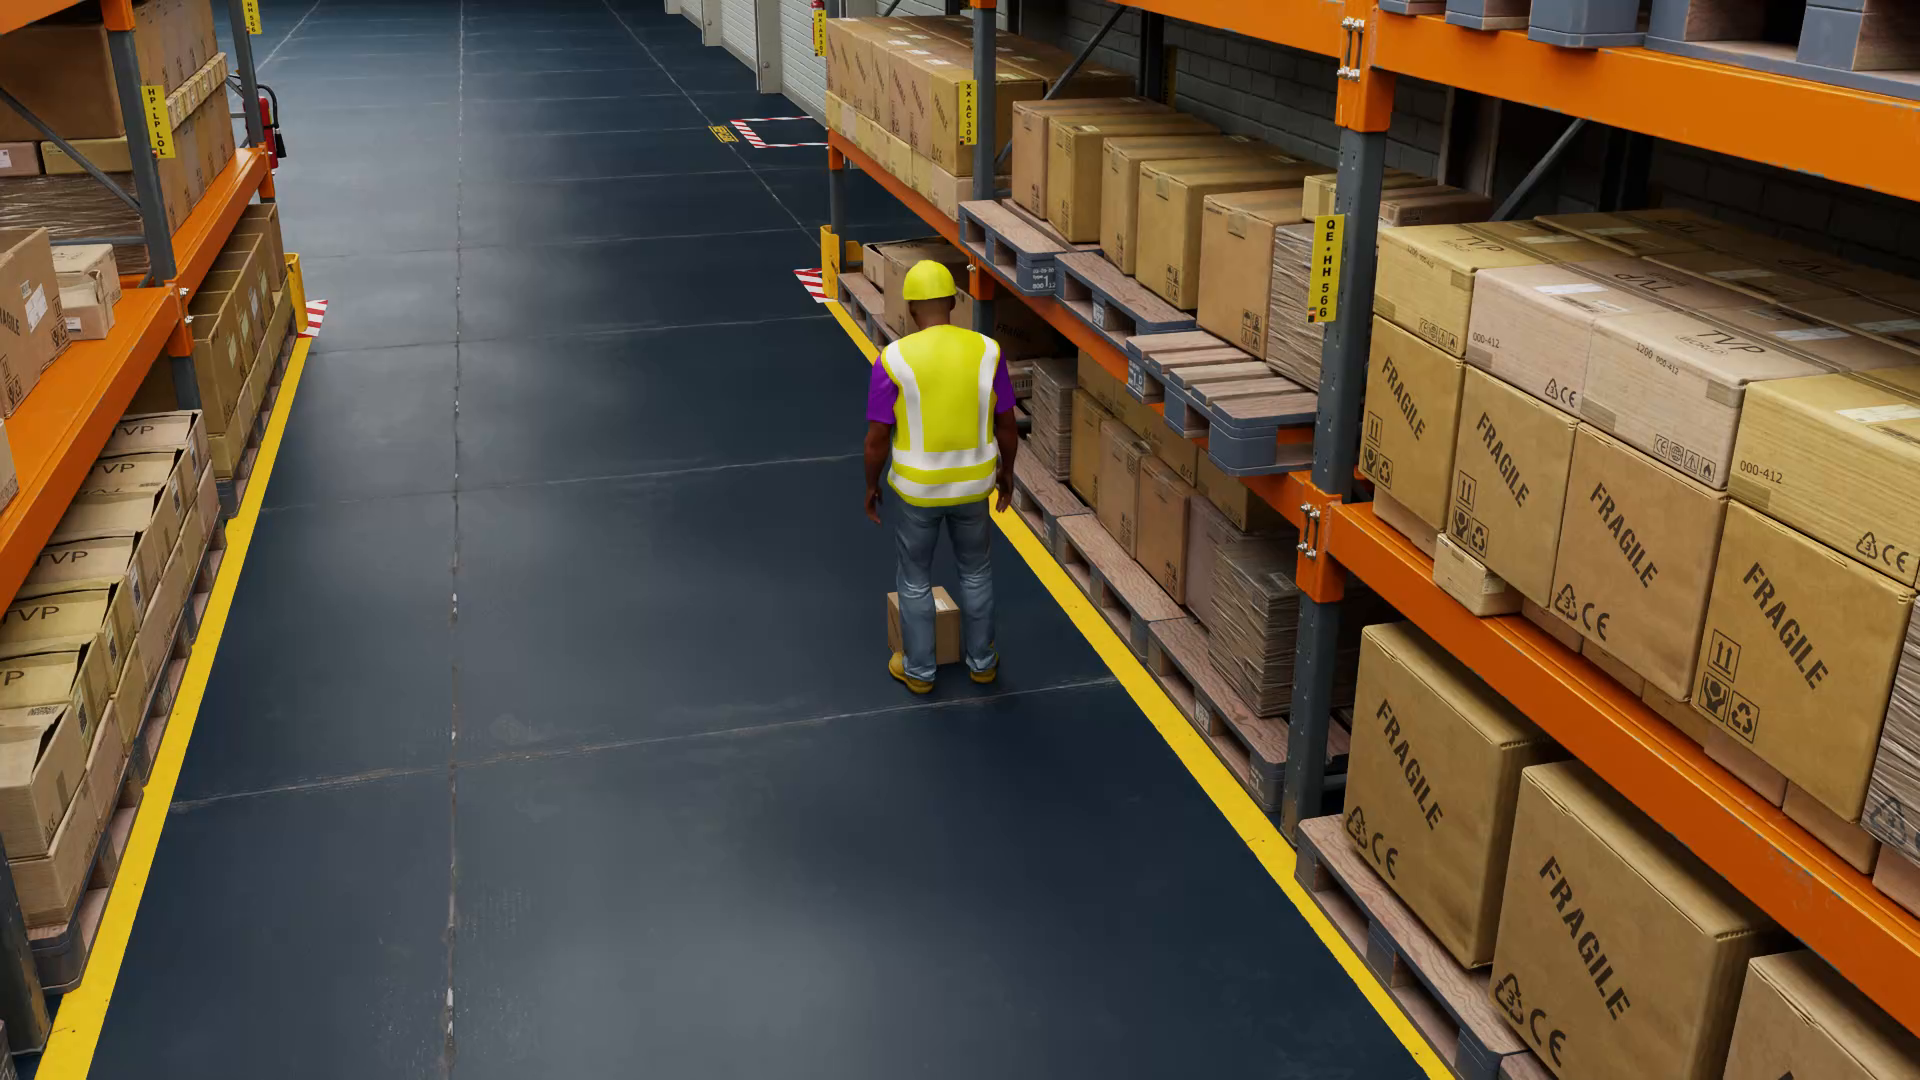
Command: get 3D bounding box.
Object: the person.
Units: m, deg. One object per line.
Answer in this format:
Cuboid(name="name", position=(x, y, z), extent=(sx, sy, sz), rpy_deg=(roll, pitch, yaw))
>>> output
Cuboid(name="person", position=(-0.089, -0.235, 6.632), extent=(0.632, 1.759, 0.466), rpy_deg=(-8, 24, -18))
